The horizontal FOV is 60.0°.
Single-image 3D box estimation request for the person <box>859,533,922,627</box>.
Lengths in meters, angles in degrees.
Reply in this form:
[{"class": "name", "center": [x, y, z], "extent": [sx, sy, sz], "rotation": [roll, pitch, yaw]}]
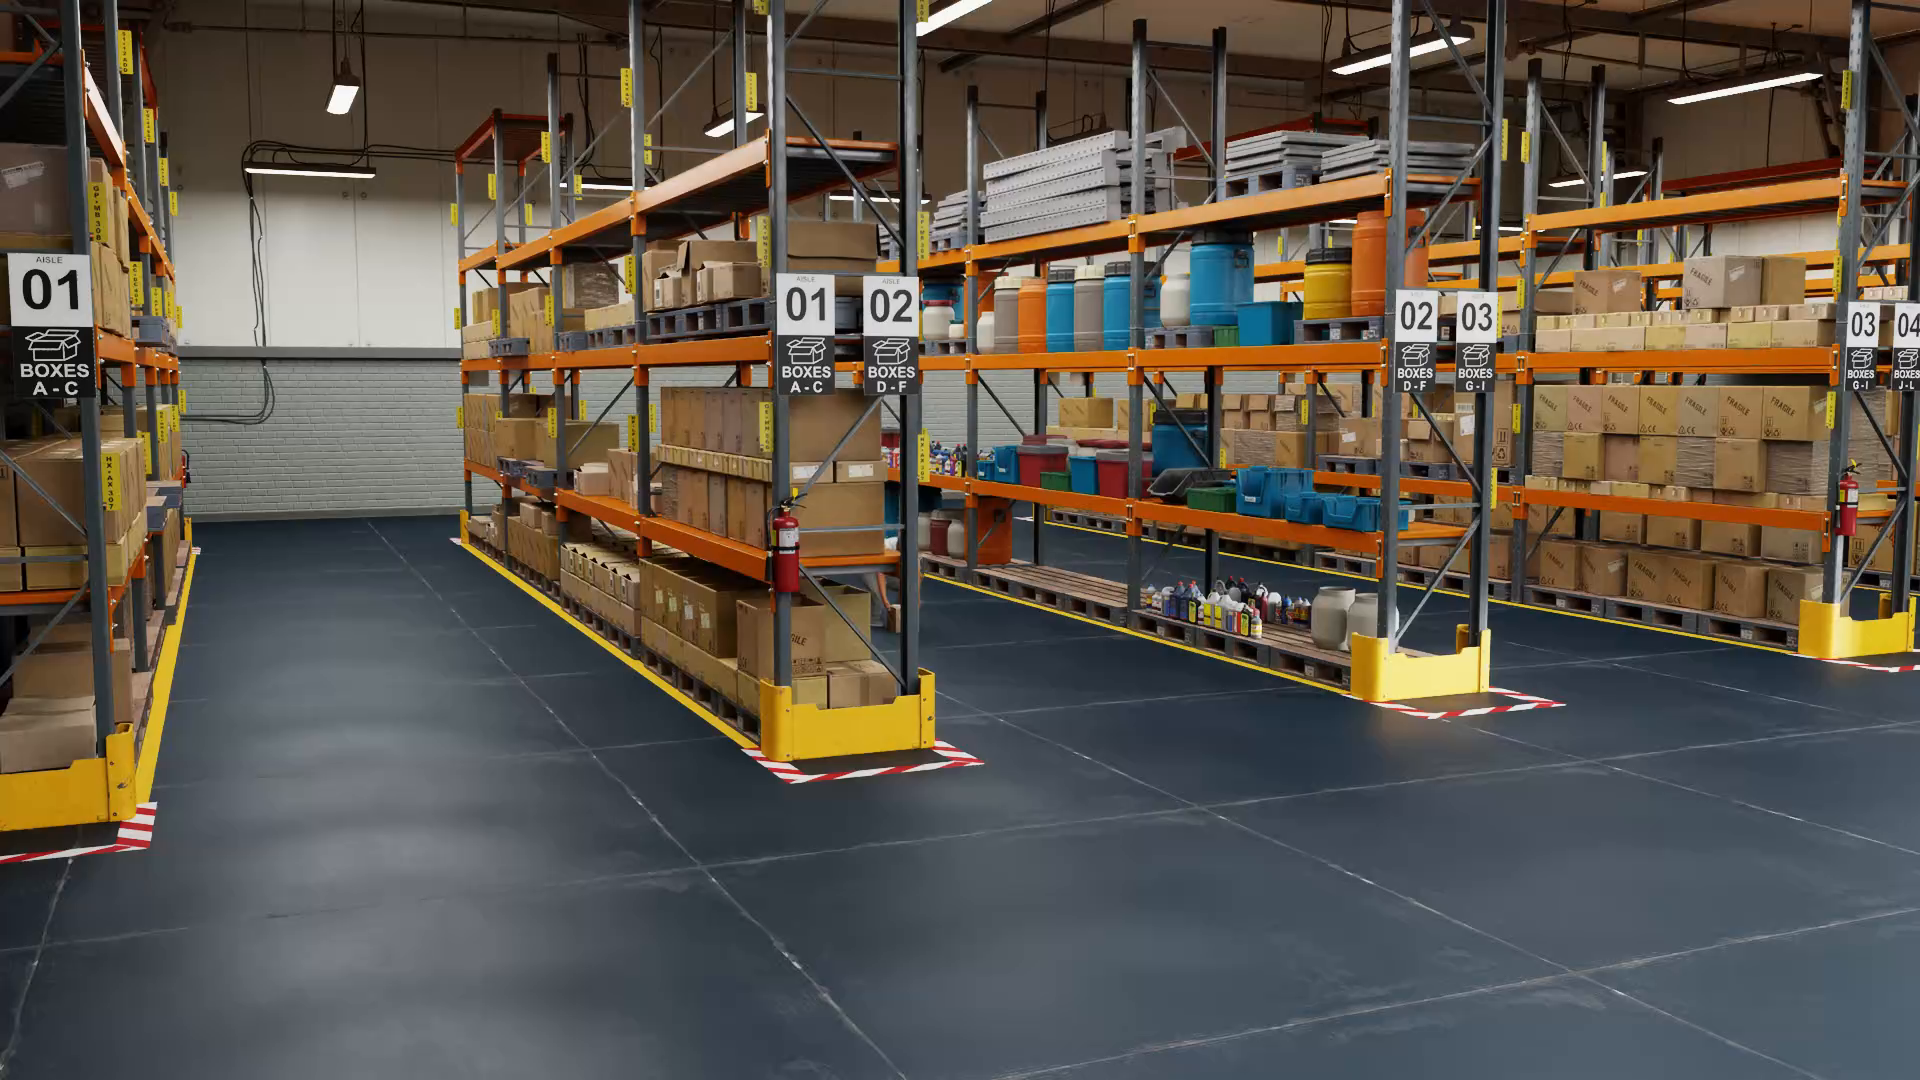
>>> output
[{"class": "person", "center": [-0.704, 0.388, 17.015], "extent": [0.522, 0.992, 0.846], "rotation": [-2, 6, -24]}]
